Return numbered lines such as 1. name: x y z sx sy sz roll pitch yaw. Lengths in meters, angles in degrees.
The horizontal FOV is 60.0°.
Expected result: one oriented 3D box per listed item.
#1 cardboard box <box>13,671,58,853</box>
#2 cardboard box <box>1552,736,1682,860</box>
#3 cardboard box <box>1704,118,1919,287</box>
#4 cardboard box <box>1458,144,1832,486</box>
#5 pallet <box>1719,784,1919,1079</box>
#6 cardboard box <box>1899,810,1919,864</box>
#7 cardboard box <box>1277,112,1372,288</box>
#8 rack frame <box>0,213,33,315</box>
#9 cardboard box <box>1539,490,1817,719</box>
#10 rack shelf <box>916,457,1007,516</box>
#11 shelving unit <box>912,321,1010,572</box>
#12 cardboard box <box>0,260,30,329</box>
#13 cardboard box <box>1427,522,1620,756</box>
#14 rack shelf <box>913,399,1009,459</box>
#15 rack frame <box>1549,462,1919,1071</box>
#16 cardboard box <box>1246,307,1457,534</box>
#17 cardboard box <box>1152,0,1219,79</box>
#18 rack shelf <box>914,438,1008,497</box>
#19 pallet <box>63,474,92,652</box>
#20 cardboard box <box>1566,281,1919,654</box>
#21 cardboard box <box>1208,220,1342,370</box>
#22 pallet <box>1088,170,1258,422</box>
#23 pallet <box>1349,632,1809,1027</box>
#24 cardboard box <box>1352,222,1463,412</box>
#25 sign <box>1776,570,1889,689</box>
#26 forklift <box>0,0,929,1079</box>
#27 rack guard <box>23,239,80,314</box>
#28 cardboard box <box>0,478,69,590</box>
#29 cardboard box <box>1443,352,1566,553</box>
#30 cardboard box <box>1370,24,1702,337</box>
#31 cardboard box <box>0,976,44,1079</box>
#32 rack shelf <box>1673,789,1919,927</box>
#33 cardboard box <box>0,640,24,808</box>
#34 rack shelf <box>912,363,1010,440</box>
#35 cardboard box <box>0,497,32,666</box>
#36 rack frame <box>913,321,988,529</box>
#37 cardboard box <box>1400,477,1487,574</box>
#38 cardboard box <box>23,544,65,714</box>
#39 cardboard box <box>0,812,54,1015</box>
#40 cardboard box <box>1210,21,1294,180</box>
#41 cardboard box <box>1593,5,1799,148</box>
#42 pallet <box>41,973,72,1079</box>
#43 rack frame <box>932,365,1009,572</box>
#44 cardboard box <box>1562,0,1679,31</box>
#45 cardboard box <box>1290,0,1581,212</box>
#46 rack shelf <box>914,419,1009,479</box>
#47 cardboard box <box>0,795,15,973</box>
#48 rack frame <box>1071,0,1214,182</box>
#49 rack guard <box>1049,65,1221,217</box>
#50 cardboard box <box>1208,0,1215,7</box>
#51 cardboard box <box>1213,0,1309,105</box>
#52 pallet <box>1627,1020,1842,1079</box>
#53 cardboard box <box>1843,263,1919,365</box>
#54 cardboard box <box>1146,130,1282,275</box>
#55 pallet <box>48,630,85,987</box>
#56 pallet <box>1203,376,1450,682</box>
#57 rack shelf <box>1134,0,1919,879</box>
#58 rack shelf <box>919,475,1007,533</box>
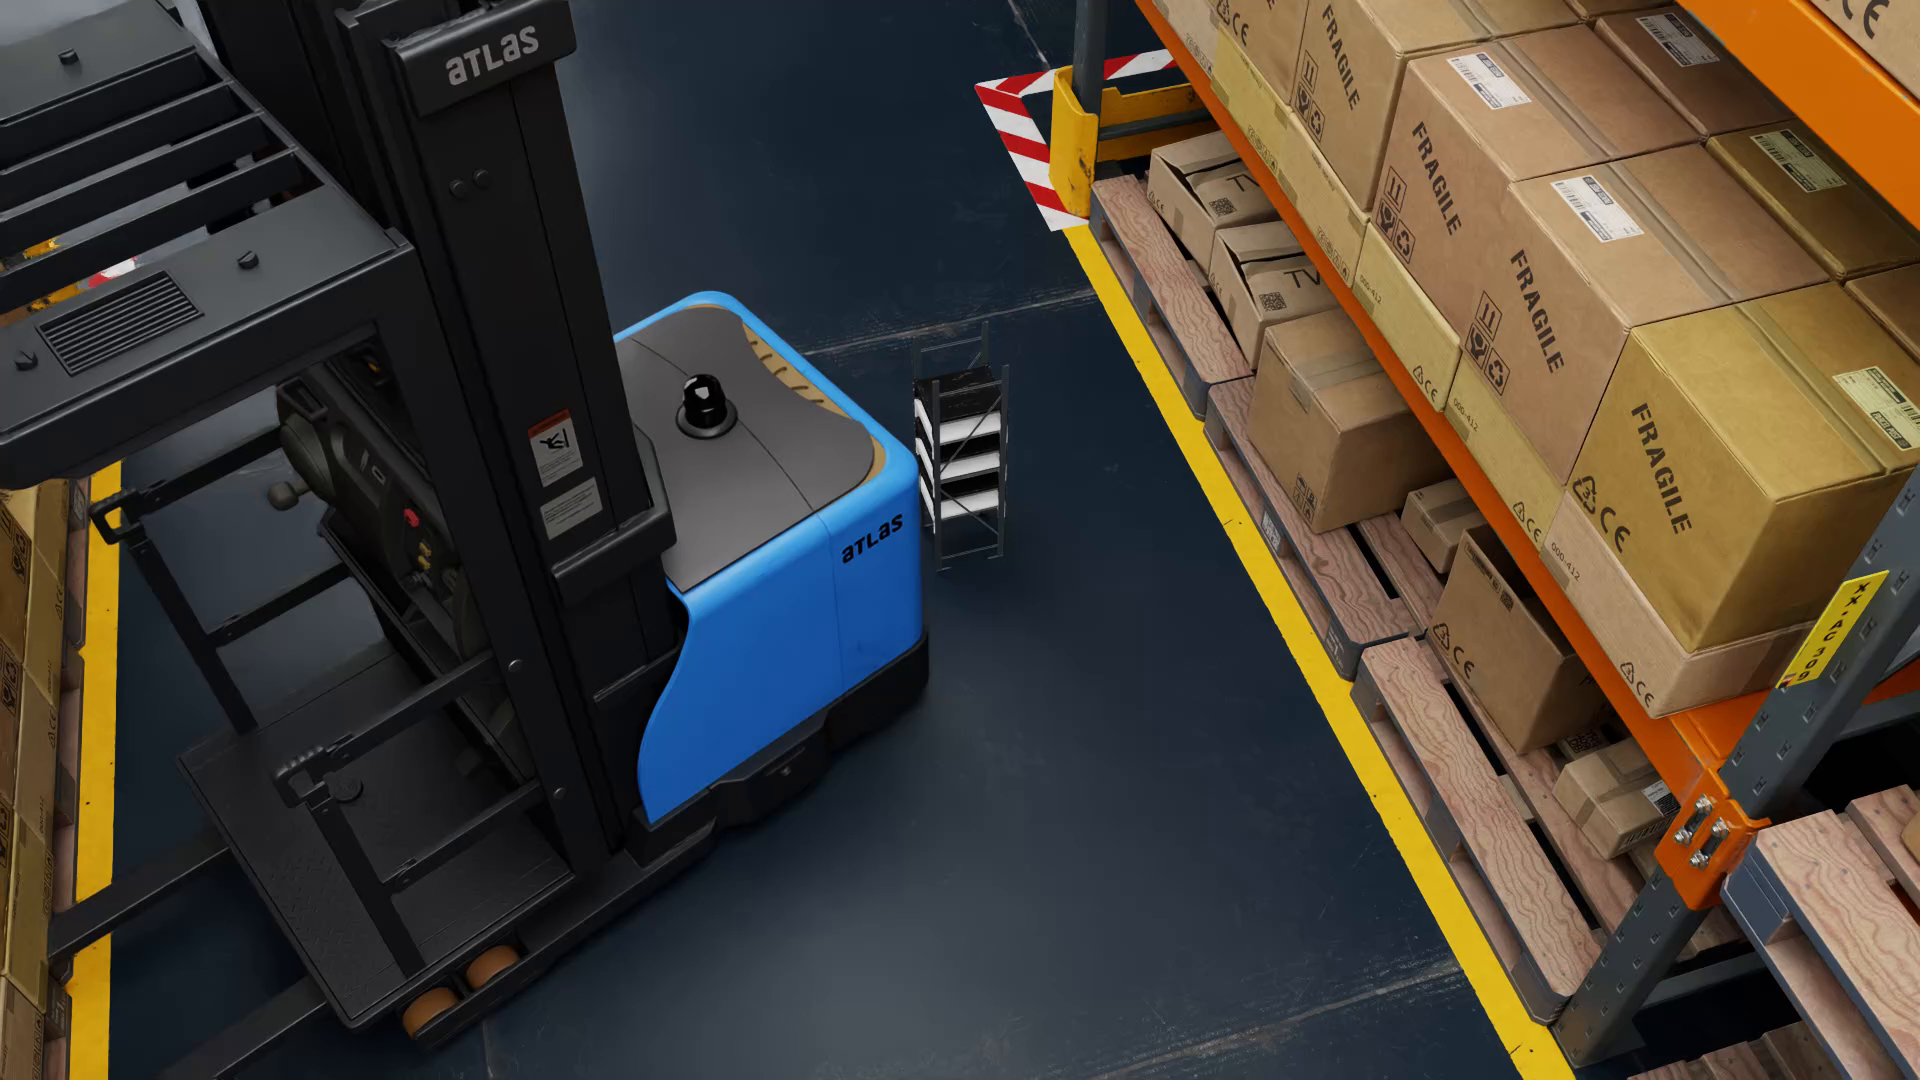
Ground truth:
1. cardboard box: -2.888 0.690 4.730 0.500 0.250 0.500 -13 51 -11
2. cardboard box: 1.943 0.708 4.757 0.380 0.166 0.250 -19 53 -16
3. cardboard box: 2.041 -0.649 3.929 0.500 0.500 0.500 -14 51 -11
4. cardboard box: 1.542 -0.518 3.819 0.500 0.500 0.500 -14 51 -11
5. pallet: 2.217 0.973 3.093 1.003 0.211 1.213 -13 51 -11
6. cardboard box: 2.248 0.526 2.992 0.700 0.500 0.500 -13 51 -11
7. cardboard box: 1.248 -1.012 4.726 0.500 0.250 0.500 -13 51 -11
8. rack frame: -3.784 -1.478 5.034 1.000 3.000 0.127 -13 51 -11
9. cardboard box: 1.700 0.085 3.802 0.500 0.250 0.500 -13 51 -11
10. rack shelf: 0.002 -0.205 5.495 0.258 0.077 0.200 -13 51 -11
11. shelving unit: 0.002 -0.284 5.401 0.258 0.900 0.210 -13 51 -11
12. cardboard box: -3.341 -0.645 5.365 0.500 0.500 0.500 -13 51 -11
13. cardboard box: 1.785 0.235 4.937 0.500 0.500 0.500 -17 52 -14
14. rack shelf: 0.002 -0.379 5.289 0.258 0.077 0.200 -13 51 -11
15. rack frame: 2.130 0.320 3.518 1.000 3.000 0.127 -13 51 -11
16. cardboard box: 1.403 -0.448 5.513 0.700 0.500 0.500 -16 52 -13
17. cardboard box: 0.955 -1.755 5.353 0.500 0.250 0.500 -15 51 -12
18. rack shelf: 0.002 -0.263 5.426 0.258 0.077 0.200 -13 51 -11
19. pallet: -3.518 -0.030 5.638 1.003 0.211 1.213 -13 51 -11
20. cardboard box: 1.695 -0.155 3.513 0.500 0.500 0.500 -13 51 -11
21. cardboard box: 1.234 -0.934 6.046 0.500 0.311 0.500 -10 51 -8
22. pallet: 1.176 -1.045 6.493 1.003 0.211 1.213 -13 51 -11
23. pallet: 1.898 0.737 4.991 1.003 0.211 1.213 -13 51 -11
24. cardboard box: 1.397 -0.645 4.417 0.500 0.250 0.500 -14 51 -11
25. sign: 1.614 0.170 3.079 0.100 0.325 0.005 -13 51 -11
26. forklift: -1.546 -0.016 3.846 3.031 2.935 1.130 -33 57 -25
27. rack guard: -3.791 -0.690 6.005 1.175 0.500 0.348 -13 51 -11
28. cardboard box: -3.184 -0.040 5.346 0.500 0.250 0.500 -13 51 -11
29. cardboard box: 1.561 -0.281 4.110 0.500 0.250 0.500 -13 51 -11
30. cardboard box: 1.403 -0.888 4.131 0.500 0.500 0.500 -15 51 -12
31. cardboard box: -2.592 1.421 4.114 0.500 0.250 0.500 -13 51 -11
32. rack shelf: 2.721 2.013 2.562 1.077 0.370 4.000 -13 51 -11
33. cardboard box: -2.885 0.448 4.444 0.500 0.500 0.500 -13 51 -11
34. rack shelf: 0.002 -0.437 5.220 0.258 0.077 0.200 -13 51 -11
35. cardboard box: -3.031 0.082 4.752 0.500 0.500 0.500 -13 51 -11
36. rack frame: -0.028 -0.358 5.464 0.240 0.900 0.006 -13 51 -11
37. cardboard box: 1.676 -0.075 5.428 0.380 0.149 0.250 -17 52 -14
38. cardboard box: -3.034 0.325 5.038 0.500 0.250 0.500 -13 51 -11
39. cardboard box: -2.734 1.054 4.423 0.500 0.250 0.500 -13 51 -11
40. cardboard box: 1.100 -1.381 5.038 0.500 0.250 0.500 -14 51 -12
41. cardboard box: 1.899 -1.014 4.237 0.500 0.500 0.500 -12 51 -10
42. pallet: -2.796 1.752 4.135 1.003 0.211 1.213 -13 51 -11
43. rack frame: 0.032 -0.210 5.338 0.240 0.900 0.006 -13 51 -11
44. cardboard box: 1.735 -1.390 4.555 0.500 0.500 0.500 -13 51 -10
45. cardboard box: 1.249 -1.268 4.451 0.500 0.500 0.500 -12 51 -10
46. rack shelf: 0.002 -0.321 5.358 0.258 0.077 0.200 -13 51 -11
47. cardboard box: -2.735 0.813 4.136 0.500 0.500 0.500 -13 51 -11
48. rack frame: 0.947 -2.601 5.981 1.000 3.000 0.127 -13 51 -11
49. rack guard: 0.970 -1.740 6.890 1.175 0.500 0.348 -13 51 -11
50. cardboard box: 0.938 -2.021 5.086 0.500 0.500 0.500 -13 51 -11
51. cardboard box: 1.085 -1.642 4.767 0.500 0.500 0.500 -15 51 -12
52. pallet: 2.362 1.788 4.105 1.003 0.211 1.213 -13 51 -11
53. cardboard box: 2.191 -0.270 3.610 0.500 0.500 0.500 -14 51 -12
54. cardboard box: 1.066 -1.351 6.397 0.500 0.311 0.500 -19 52 -15
55. pallet: -3.161 0.859 4.888 1.003 0.211 1.213 -13 51 -11
56. pallet: 1.533 -0.156 5.743 1.003 0.211 1.213 -13 51 -11
57. rack shelf: 1.539 -0.908 5.024 1.077 0.370 4.000 -13 51 -11
58. rack shelf: 0.002 -0.147 5.564 0.258 0.077 0.200 -13 51 -11
